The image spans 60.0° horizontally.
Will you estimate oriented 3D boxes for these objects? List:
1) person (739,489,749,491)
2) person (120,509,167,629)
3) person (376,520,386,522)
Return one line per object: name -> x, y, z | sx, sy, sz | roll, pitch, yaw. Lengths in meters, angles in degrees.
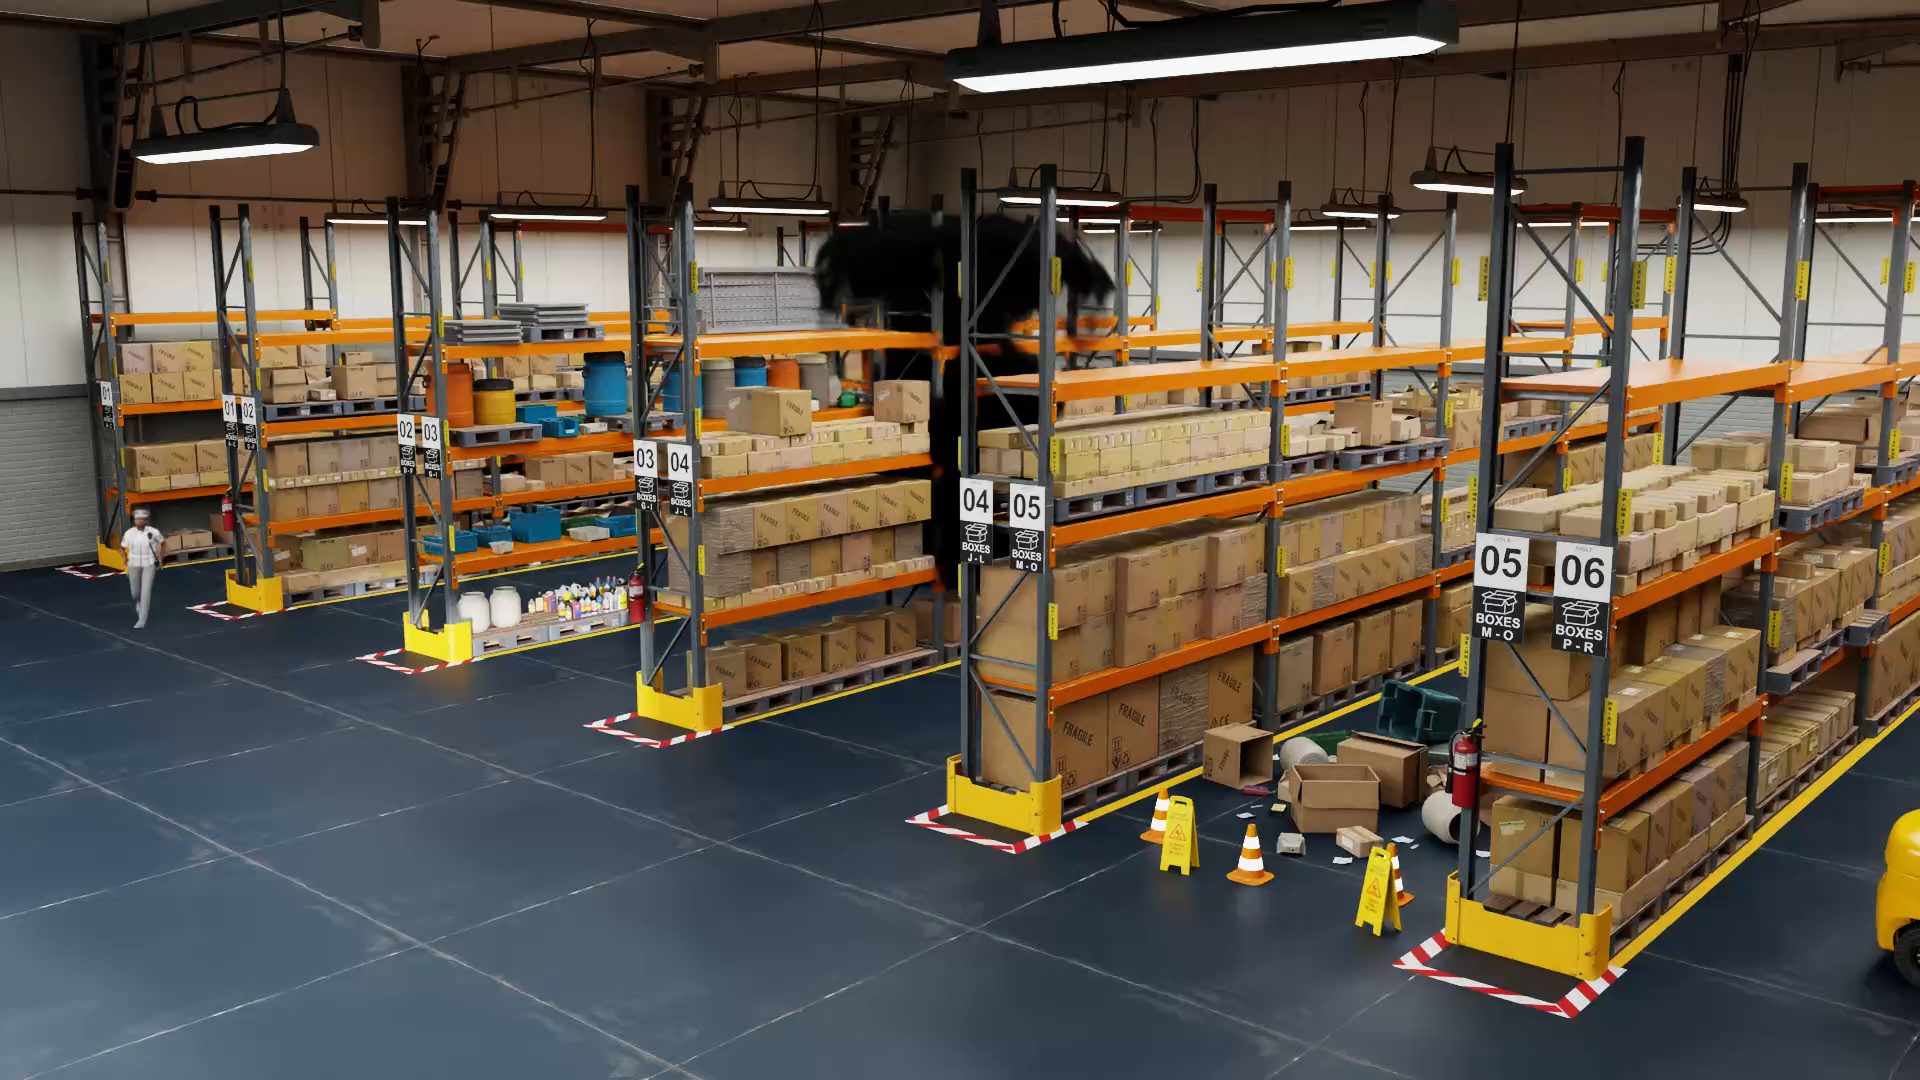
person -> -3.589, -0.636, 28.240 | 0.549, 1.713, 0.826 | 7, 12, 37
person -> -11.774, 0.378, 23.993 | 0.609, 1.654, 0.884 | -3, 10, -18
person -> -9.980, -0.354, 28.769 | 0.560, 1.570, 0.780 | 8, 12, 39
